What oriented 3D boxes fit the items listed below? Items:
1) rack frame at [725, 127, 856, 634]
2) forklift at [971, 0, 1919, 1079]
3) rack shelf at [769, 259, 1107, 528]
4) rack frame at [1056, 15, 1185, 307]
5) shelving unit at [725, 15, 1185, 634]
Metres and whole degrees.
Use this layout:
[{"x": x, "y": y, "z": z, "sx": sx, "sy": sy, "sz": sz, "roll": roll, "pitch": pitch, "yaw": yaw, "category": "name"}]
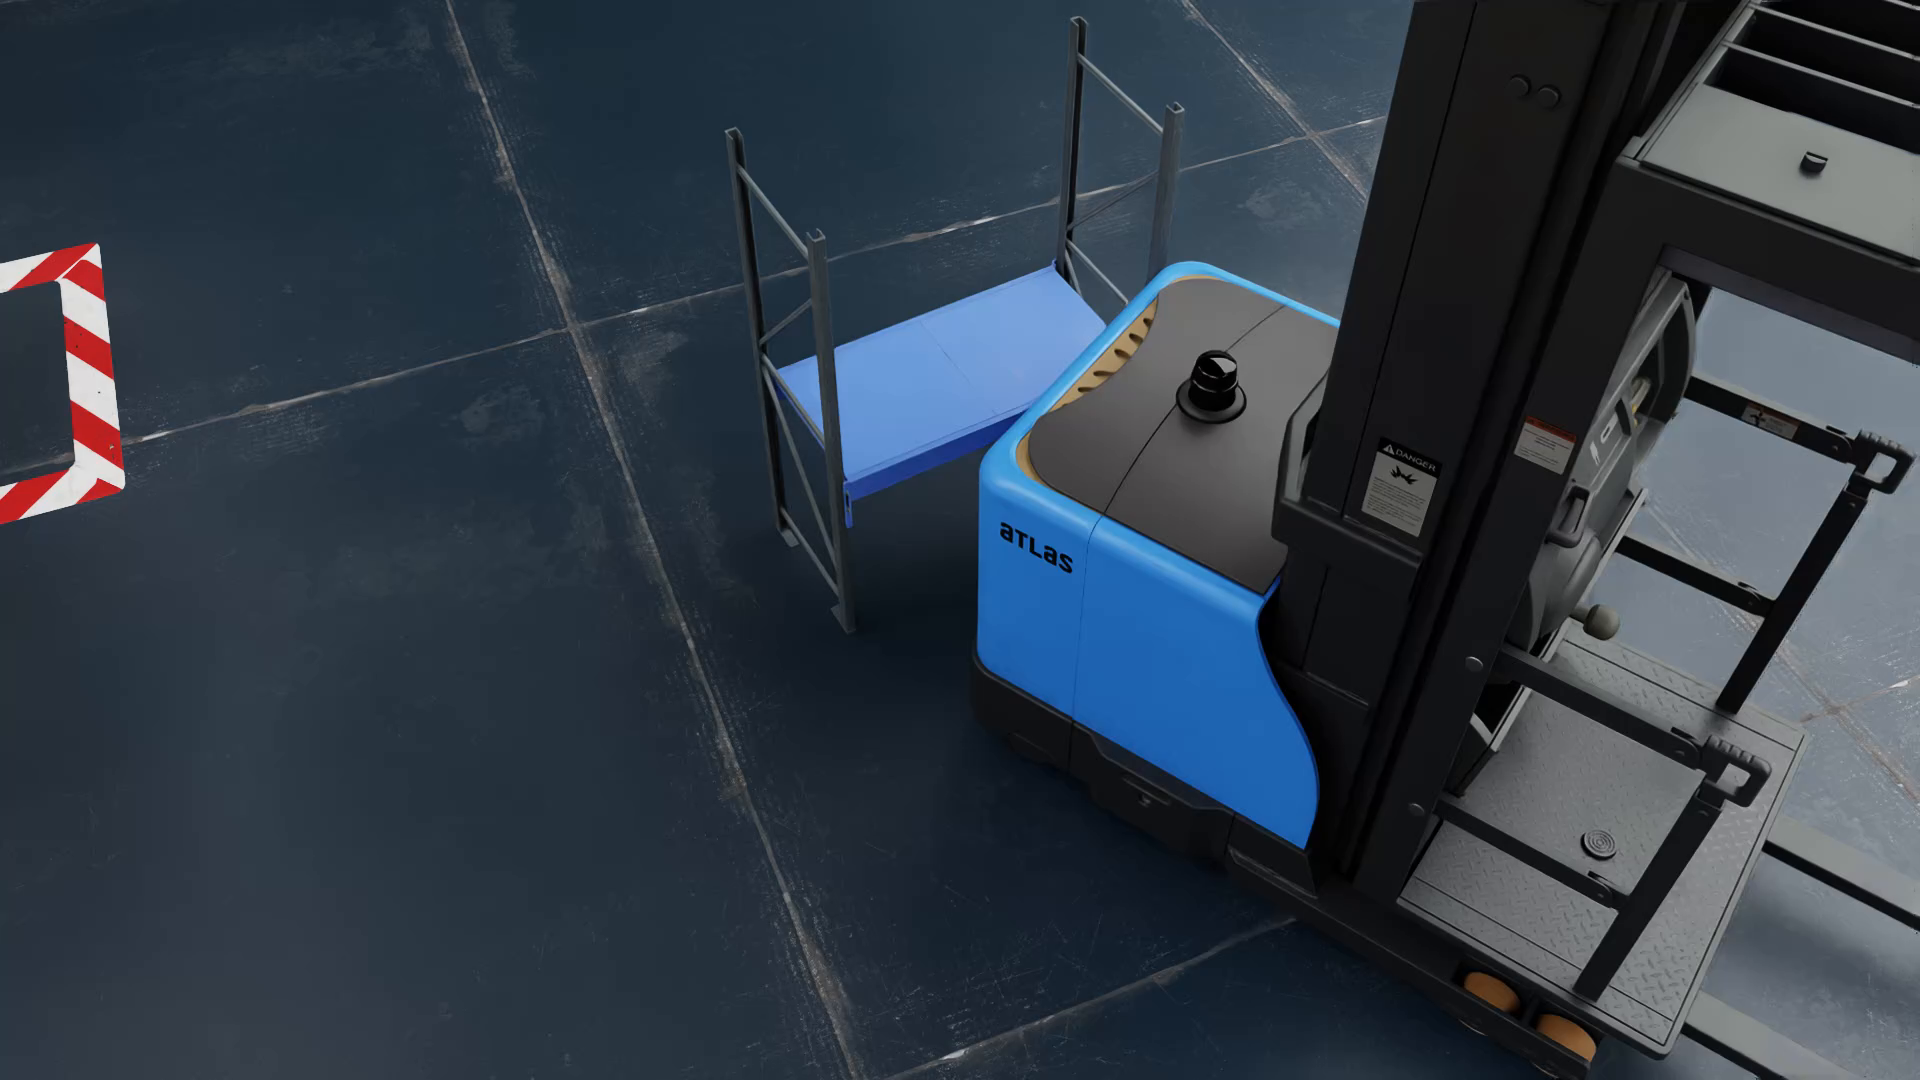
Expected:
[{"x": -0.450, "y": -0.375, "z": 4.583, "sx": 0.032, "sy": 1.500, "sz": 0.500, "roll": -23, "pitch": 53, "yaw": -19, "category": "rack frame"}, {"x": 1.529, "y": -0.092, "z": 3.397, "sx": 3.031, "sy": 2.935, "sz": 1.130, "roll": 28, "pitch": 55, "yaw": 22, "category": "forklift"}, {"x": -0.009, "y": -0.449, "z": 4.884, "sx": 1.000, "sy": 0.185, "sz": 0.538, "roll": -23, "pitch": 53, "yaw": -19, "category": "rack shelf"}, {"x": 0.432, "y": -0.758, "z": 4.912, "sx": 0.032, "sy": 1.500, "sz": 0.500, "roll": -23, "pitch": 53, "yaw": -19, "category": "rack frame"}, {"x": -0.009, "y": -0.566, "z": 4.748, "sx": 1.048, "sy": 1.500, "sz": 0.538, "roll": -23, "pitch": 53, "yaw": -19, "category": "shelving unit"}]
